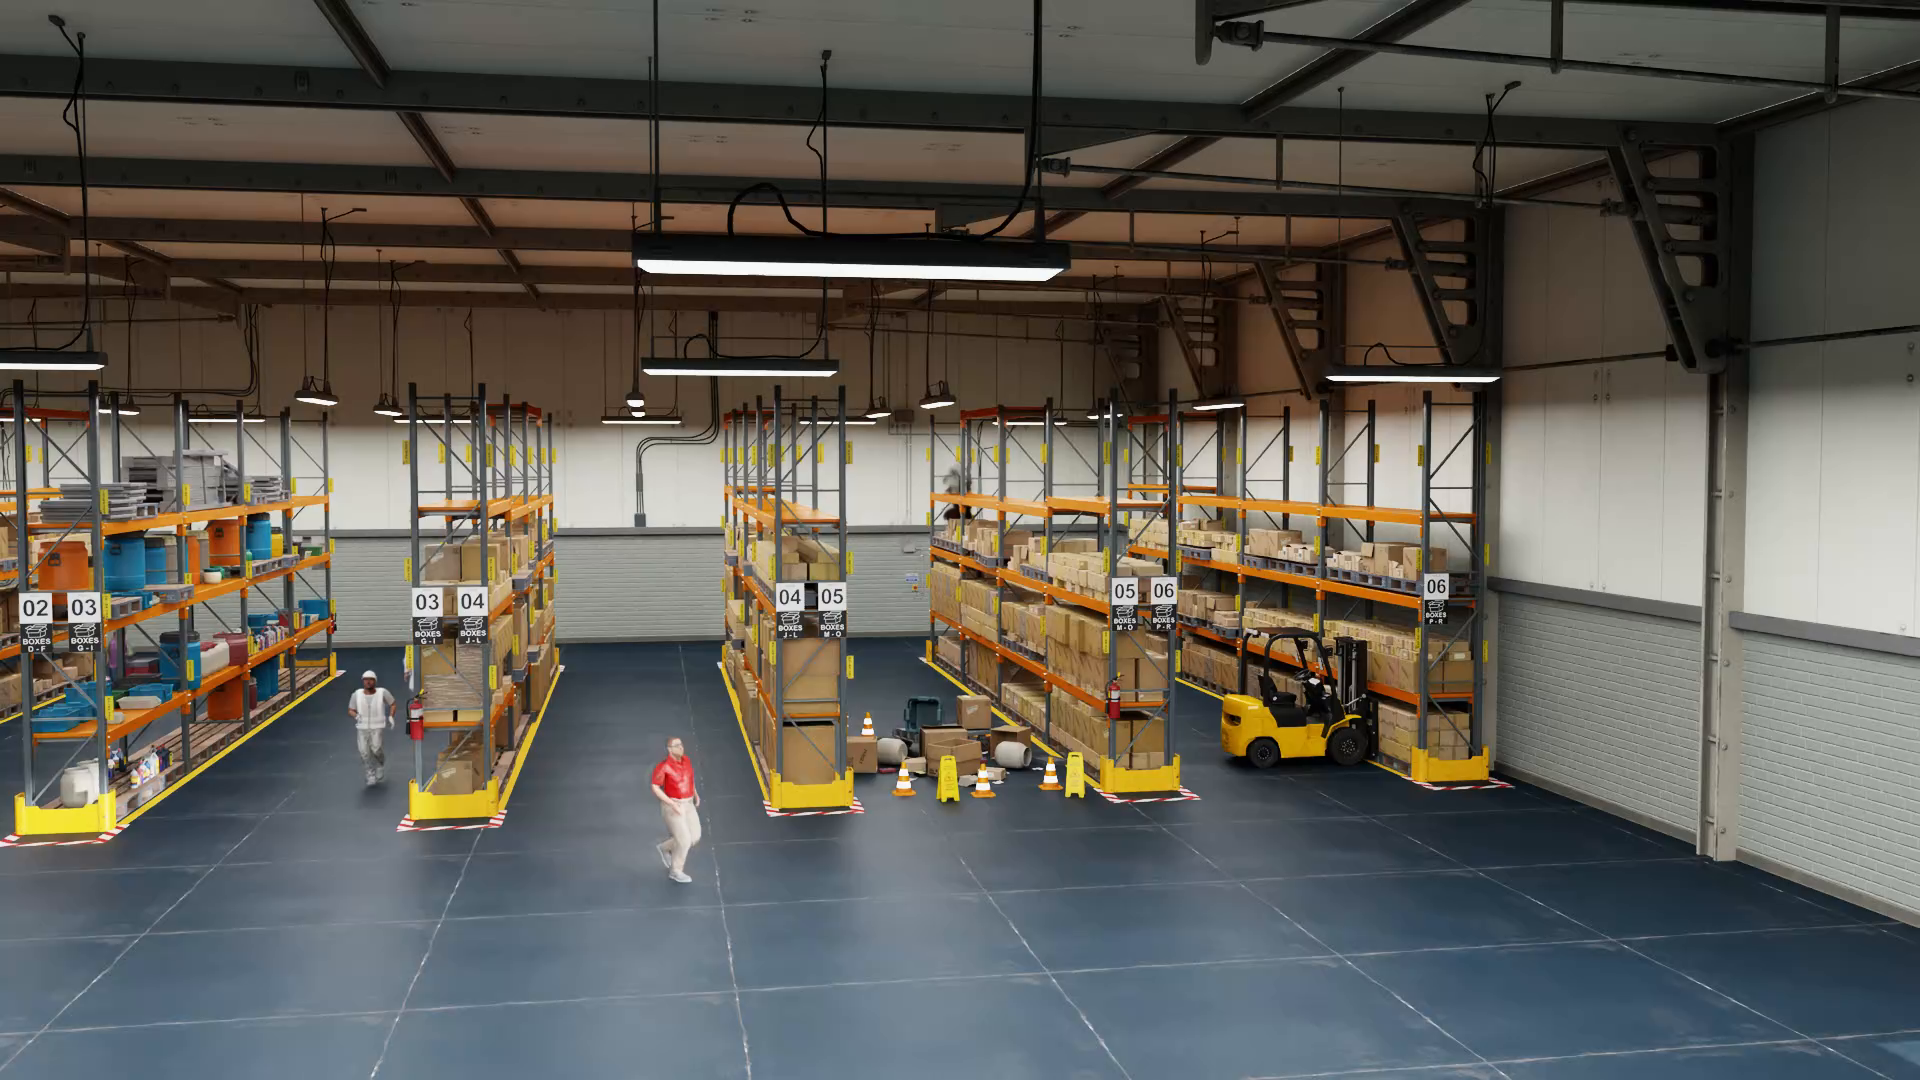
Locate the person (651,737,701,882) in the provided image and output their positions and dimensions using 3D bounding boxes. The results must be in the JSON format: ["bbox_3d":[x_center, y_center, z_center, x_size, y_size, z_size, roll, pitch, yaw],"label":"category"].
[{"bbox_3d":[-3.373,3.169,19.669,0.569,1.698,0.660,2,3,31],"label":"person"}]

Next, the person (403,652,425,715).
[{"bbox_3d":[-10.039,2.569,31.051,0.696,1.724,0.671,-1,3,-14],"label":"person"}]

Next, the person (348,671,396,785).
[{"bbox_3d":[-8.902,2.850,25.124,0.673,1.739,0.602,0,3,-10],"label":"person"}]

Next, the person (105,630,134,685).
[{"bbox_3d":[-16.618,2.522,32.860,0.539,1.583,0.880,-1,3,-19],"label":"person"}]
